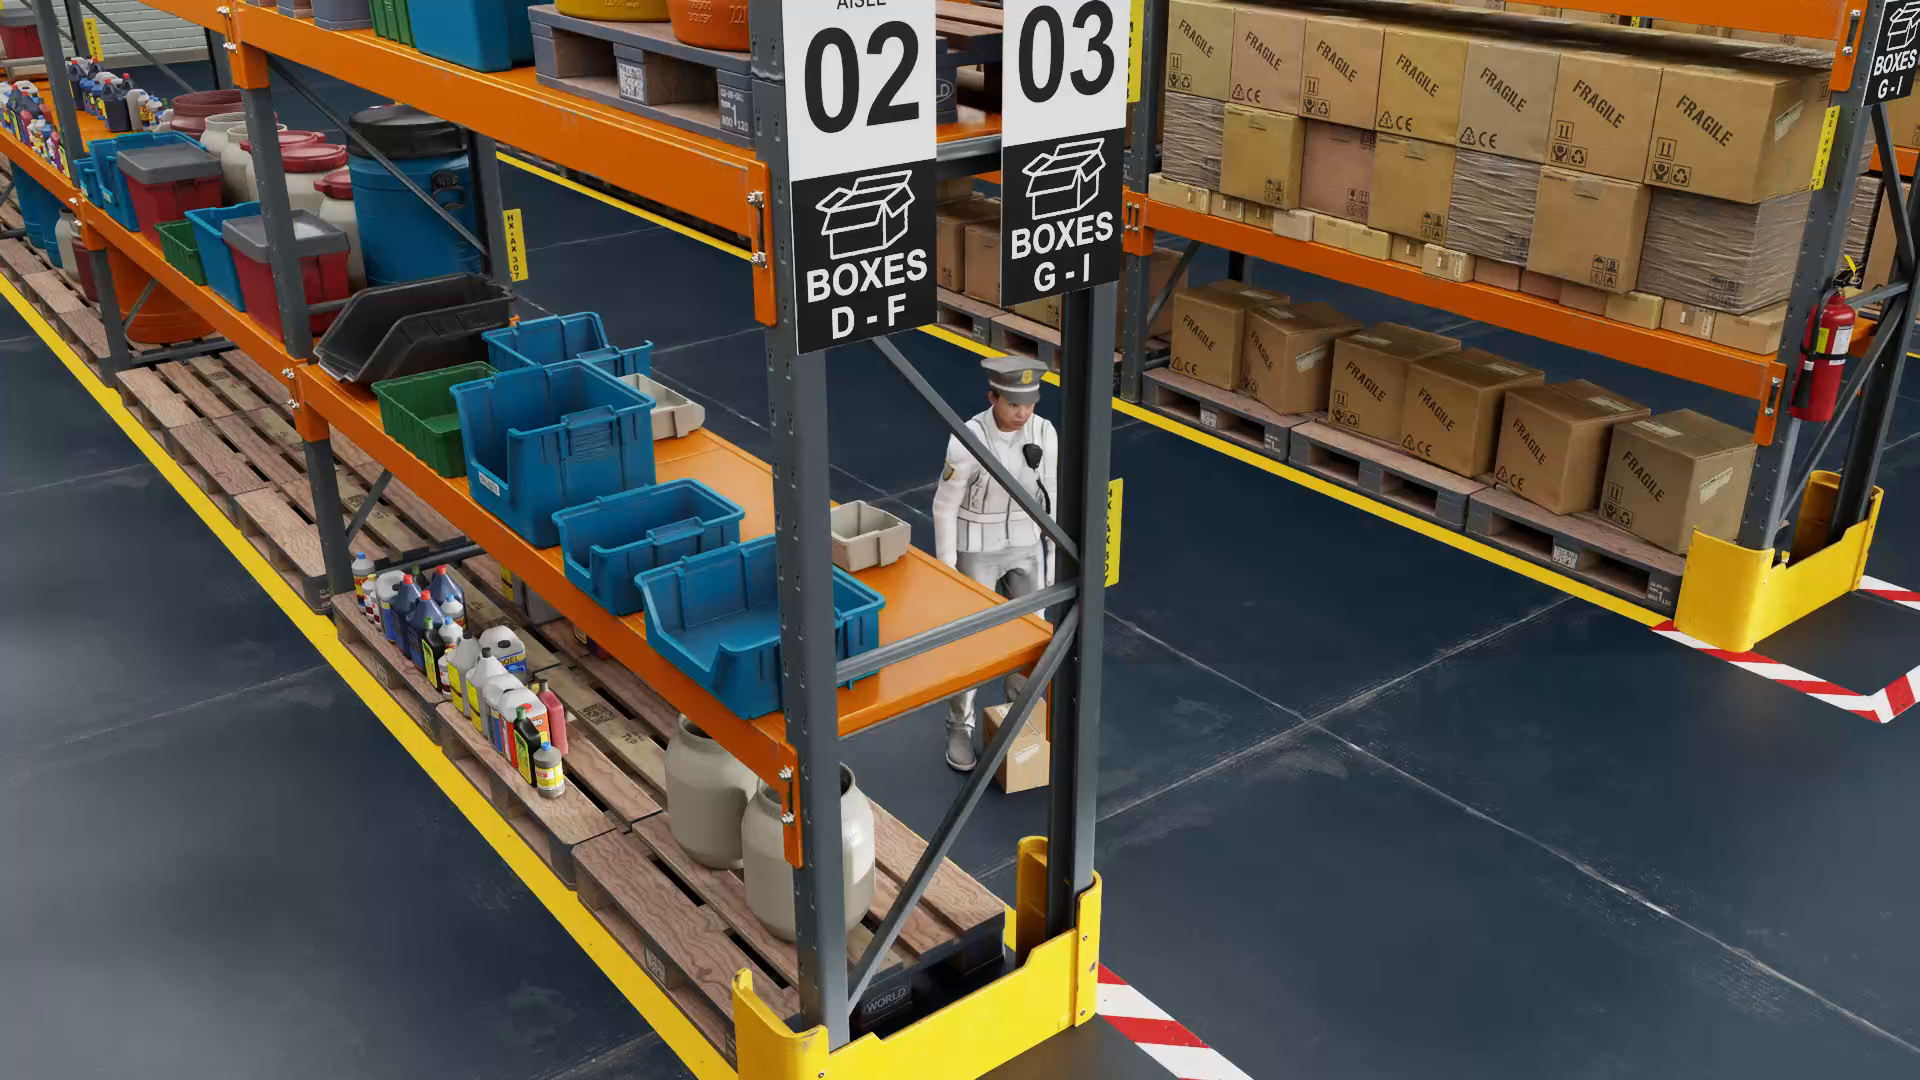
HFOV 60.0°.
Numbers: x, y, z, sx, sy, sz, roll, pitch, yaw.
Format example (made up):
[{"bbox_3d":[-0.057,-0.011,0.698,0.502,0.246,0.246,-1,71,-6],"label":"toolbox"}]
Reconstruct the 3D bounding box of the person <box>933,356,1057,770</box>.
[{"bbox_3d":[0.164,0.078,6.434,0.525,1.663,0.410,-9,26,-18],"label":"person"}]
